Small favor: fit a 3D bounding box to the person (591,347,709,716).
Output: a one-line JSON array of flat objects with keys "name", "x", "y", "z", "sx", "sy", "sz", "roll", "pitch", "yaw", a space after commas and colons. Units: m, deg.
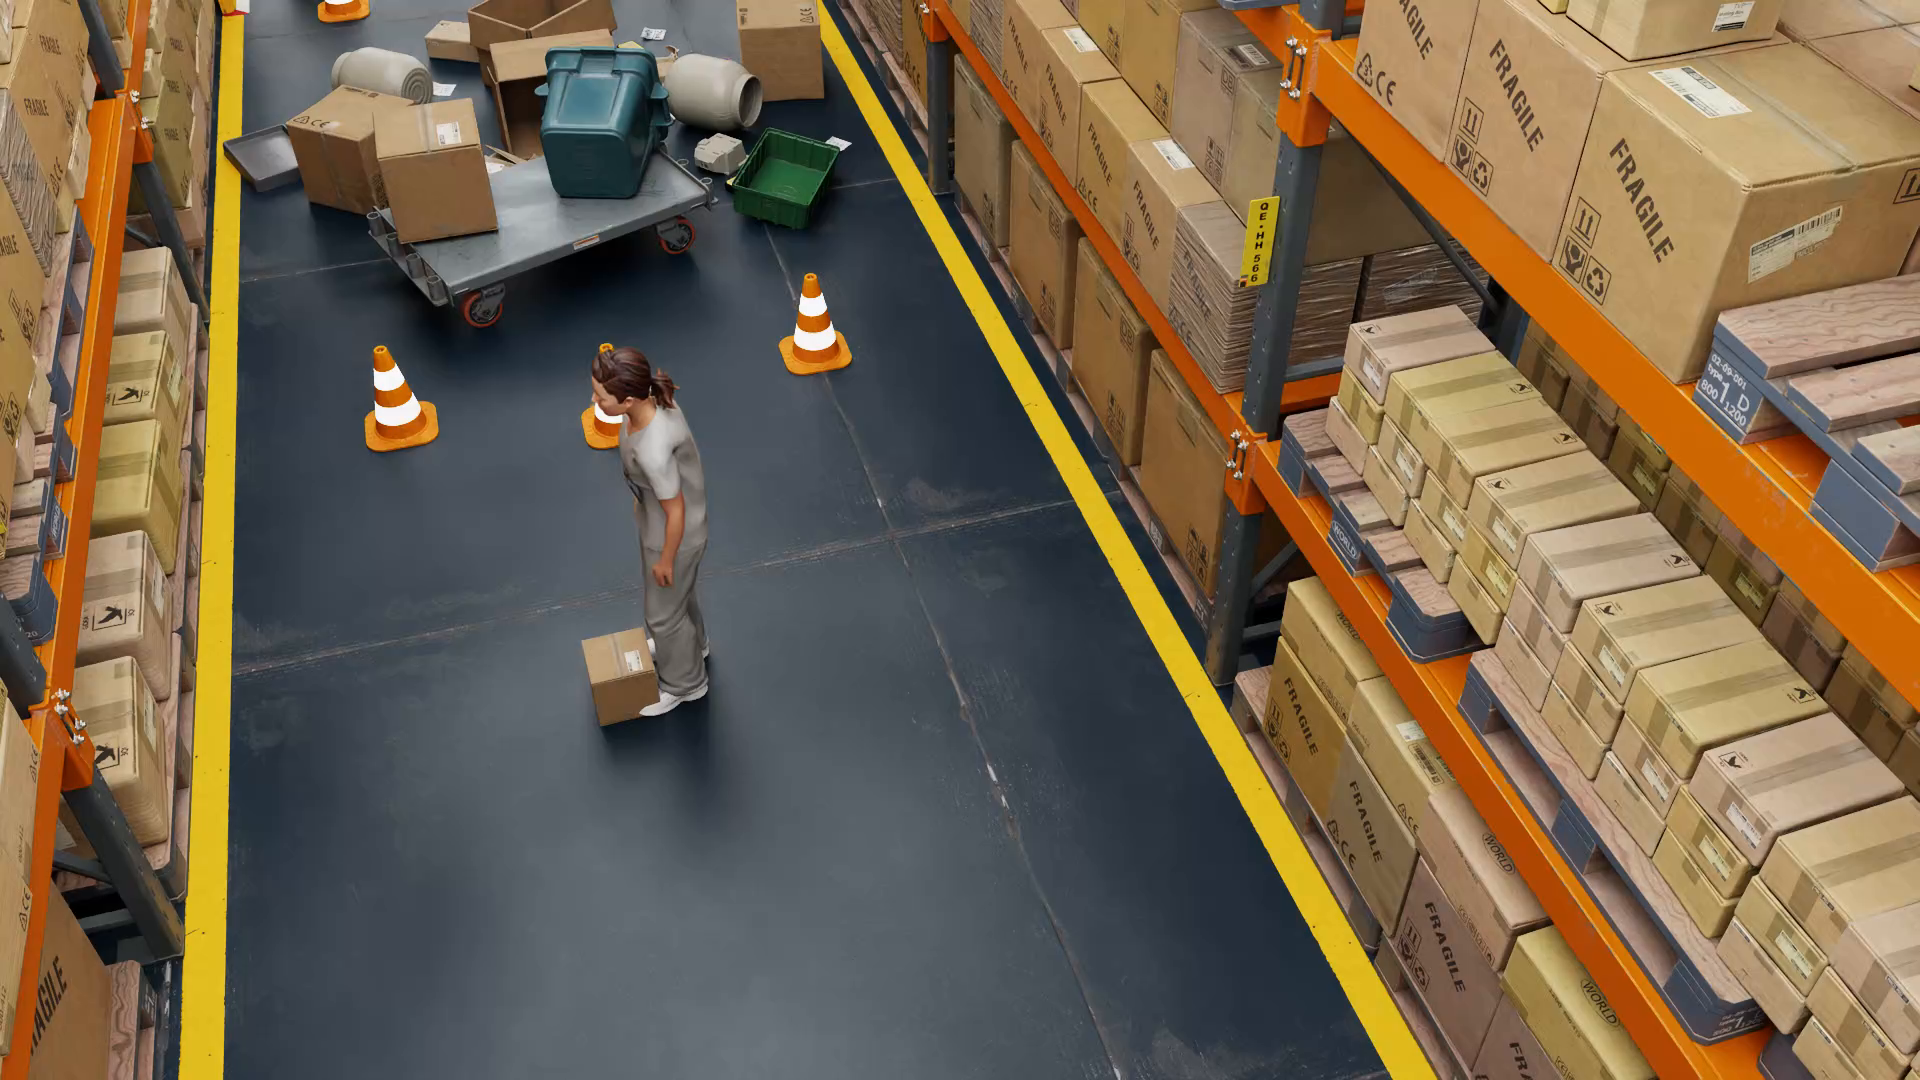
[{"name": "person", "x": -1.136, "y": -0.033, "z": 6.202, "sx": 0.408, "sy": 1.667, "sz": 0.485, "roll": -12, "pitch": 44, "yaw": -13}]
